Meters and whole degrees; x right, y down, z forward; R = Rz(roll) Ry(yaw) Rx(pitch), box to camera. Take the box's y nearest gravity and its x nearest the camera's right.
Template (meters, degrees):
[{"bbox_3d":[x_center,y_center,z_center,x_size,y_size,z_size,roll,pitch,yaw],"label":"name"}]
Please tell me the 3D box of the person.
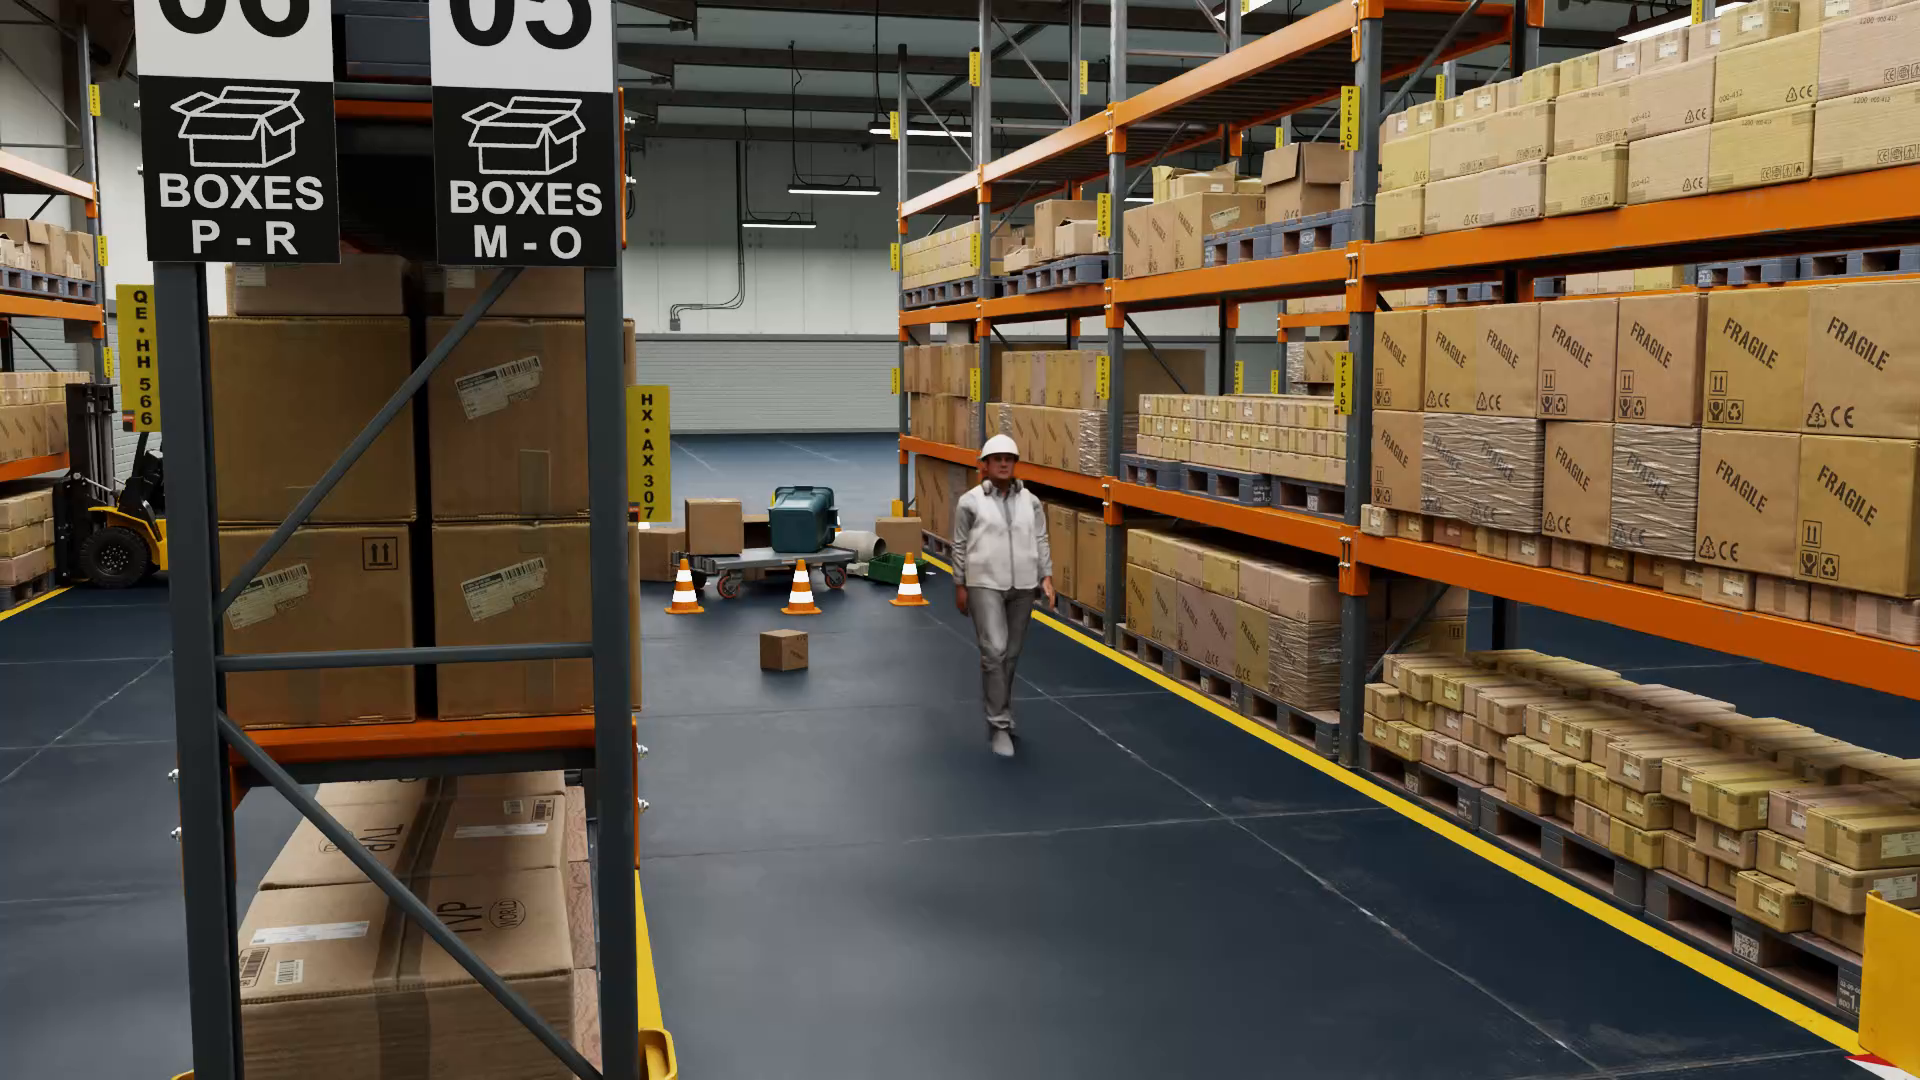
[{"bbox_3d":[0.277,0.298,9.567,0.545,1.800,0.758,-2,6,-20],"label":"person"}]
